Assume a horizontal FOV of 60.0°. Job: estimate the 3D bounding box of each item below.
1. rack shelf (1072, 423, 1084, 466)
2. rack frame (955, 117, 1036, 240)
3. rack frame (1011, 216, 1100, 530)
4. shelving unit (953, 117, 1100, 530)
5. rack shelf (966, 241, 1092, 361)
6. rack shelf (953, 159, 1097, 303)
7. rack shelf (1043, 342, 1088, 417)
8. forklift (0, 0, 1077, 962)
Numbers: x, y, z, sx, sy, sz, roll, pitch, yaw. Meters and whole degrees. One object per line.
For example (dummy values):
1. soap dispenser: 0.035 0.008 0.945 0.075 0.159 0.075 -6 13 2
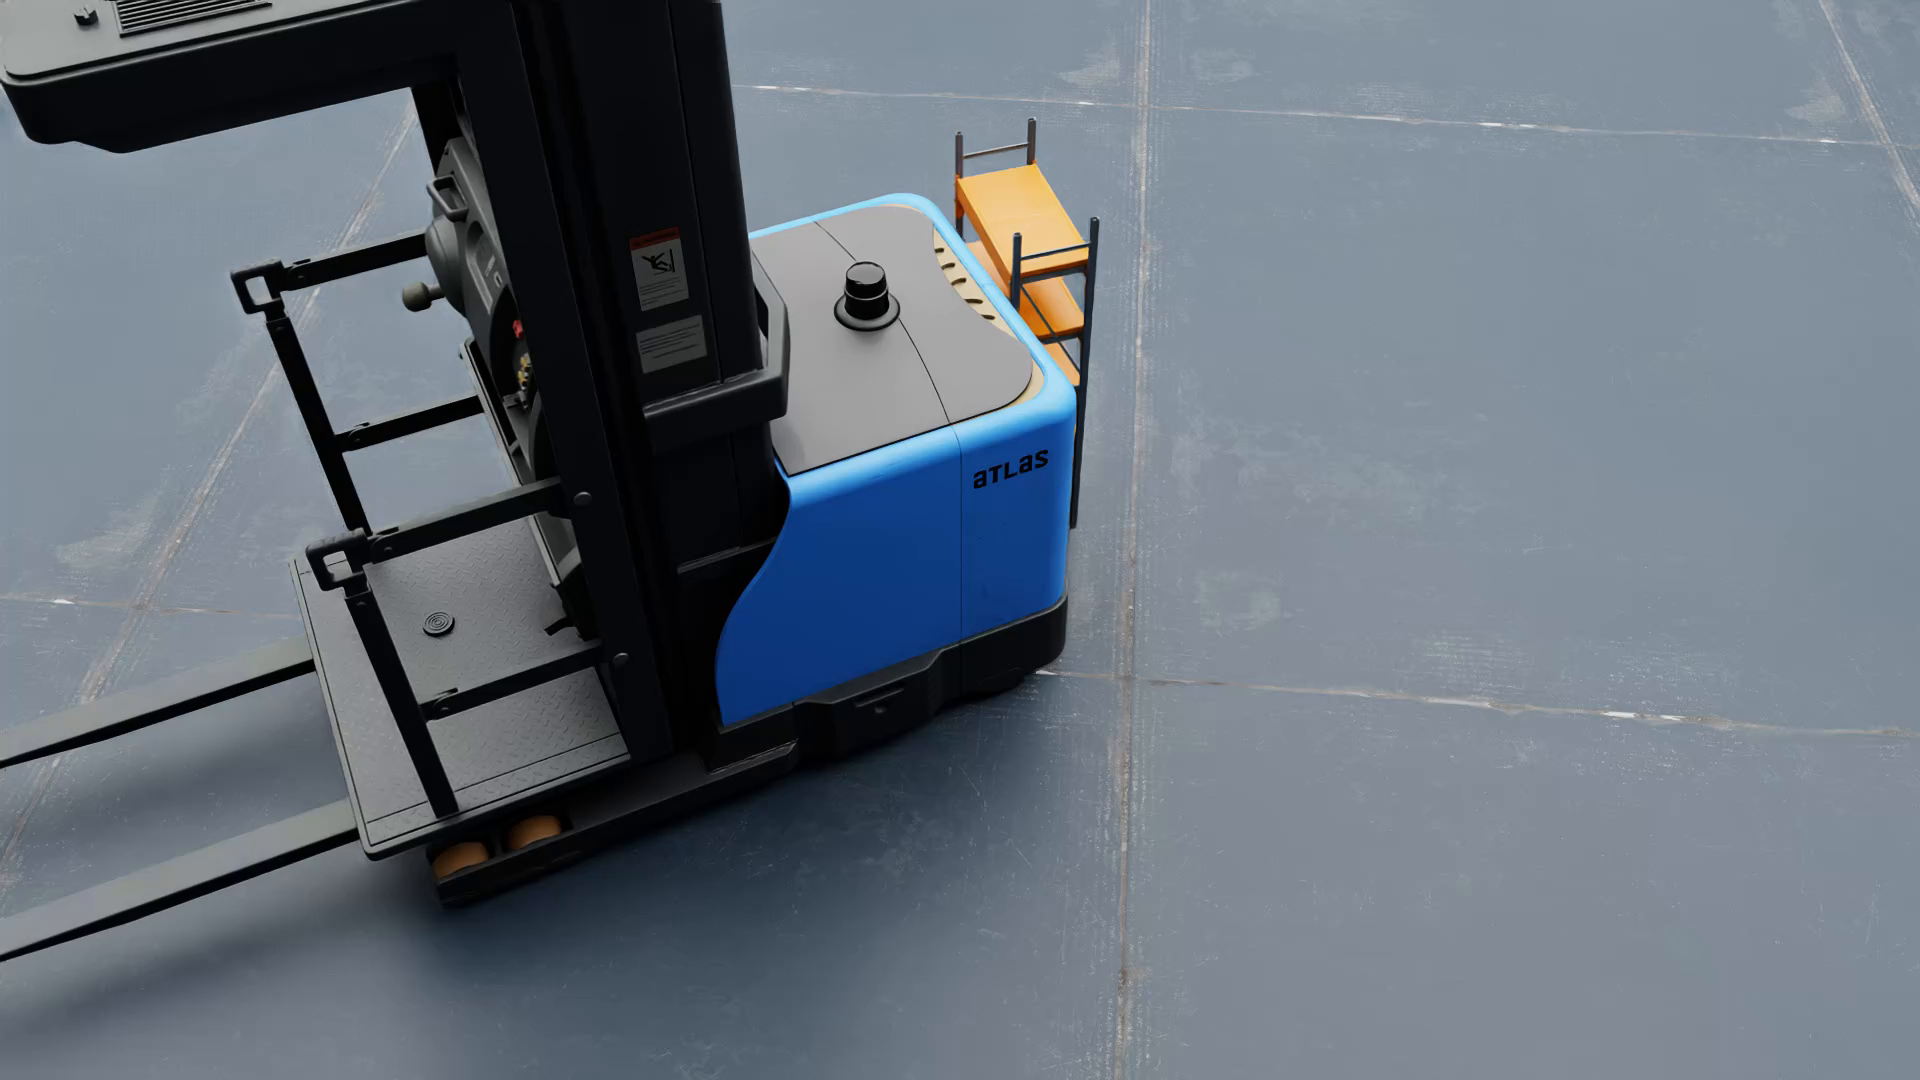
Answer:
1. rack shelf: 0.177 -0.413 5.175 0.258 0.148 0.480 -14 49 -12
2. rack frame: 0.101 -0.764 5.135 0.240 1.200 0.015 -14 49 -12
3. rack frame: 0.254 -0.422 4.823 0.240 1.200 0.015 -14 49 -12
4. shelving unit: 0.177 -0.593 4.979 0.258 1.200 0.503 -14 49 -12
5. rack shelf: 0.177 -0.698 4.864 0.258 0.148 0.480 -14 49 -12
6. rack shelf: 0.177 -0.858 4.689 0.258 0.148 0.480 -14 49 -12
7. rack shelf: 0.177 -0.547 5.029 0.258 0.148 0.480 -14 49 -12
8. forklift: -1.251 -0.487 3.709 3.031 2.935 1.130 -19 50 -17
